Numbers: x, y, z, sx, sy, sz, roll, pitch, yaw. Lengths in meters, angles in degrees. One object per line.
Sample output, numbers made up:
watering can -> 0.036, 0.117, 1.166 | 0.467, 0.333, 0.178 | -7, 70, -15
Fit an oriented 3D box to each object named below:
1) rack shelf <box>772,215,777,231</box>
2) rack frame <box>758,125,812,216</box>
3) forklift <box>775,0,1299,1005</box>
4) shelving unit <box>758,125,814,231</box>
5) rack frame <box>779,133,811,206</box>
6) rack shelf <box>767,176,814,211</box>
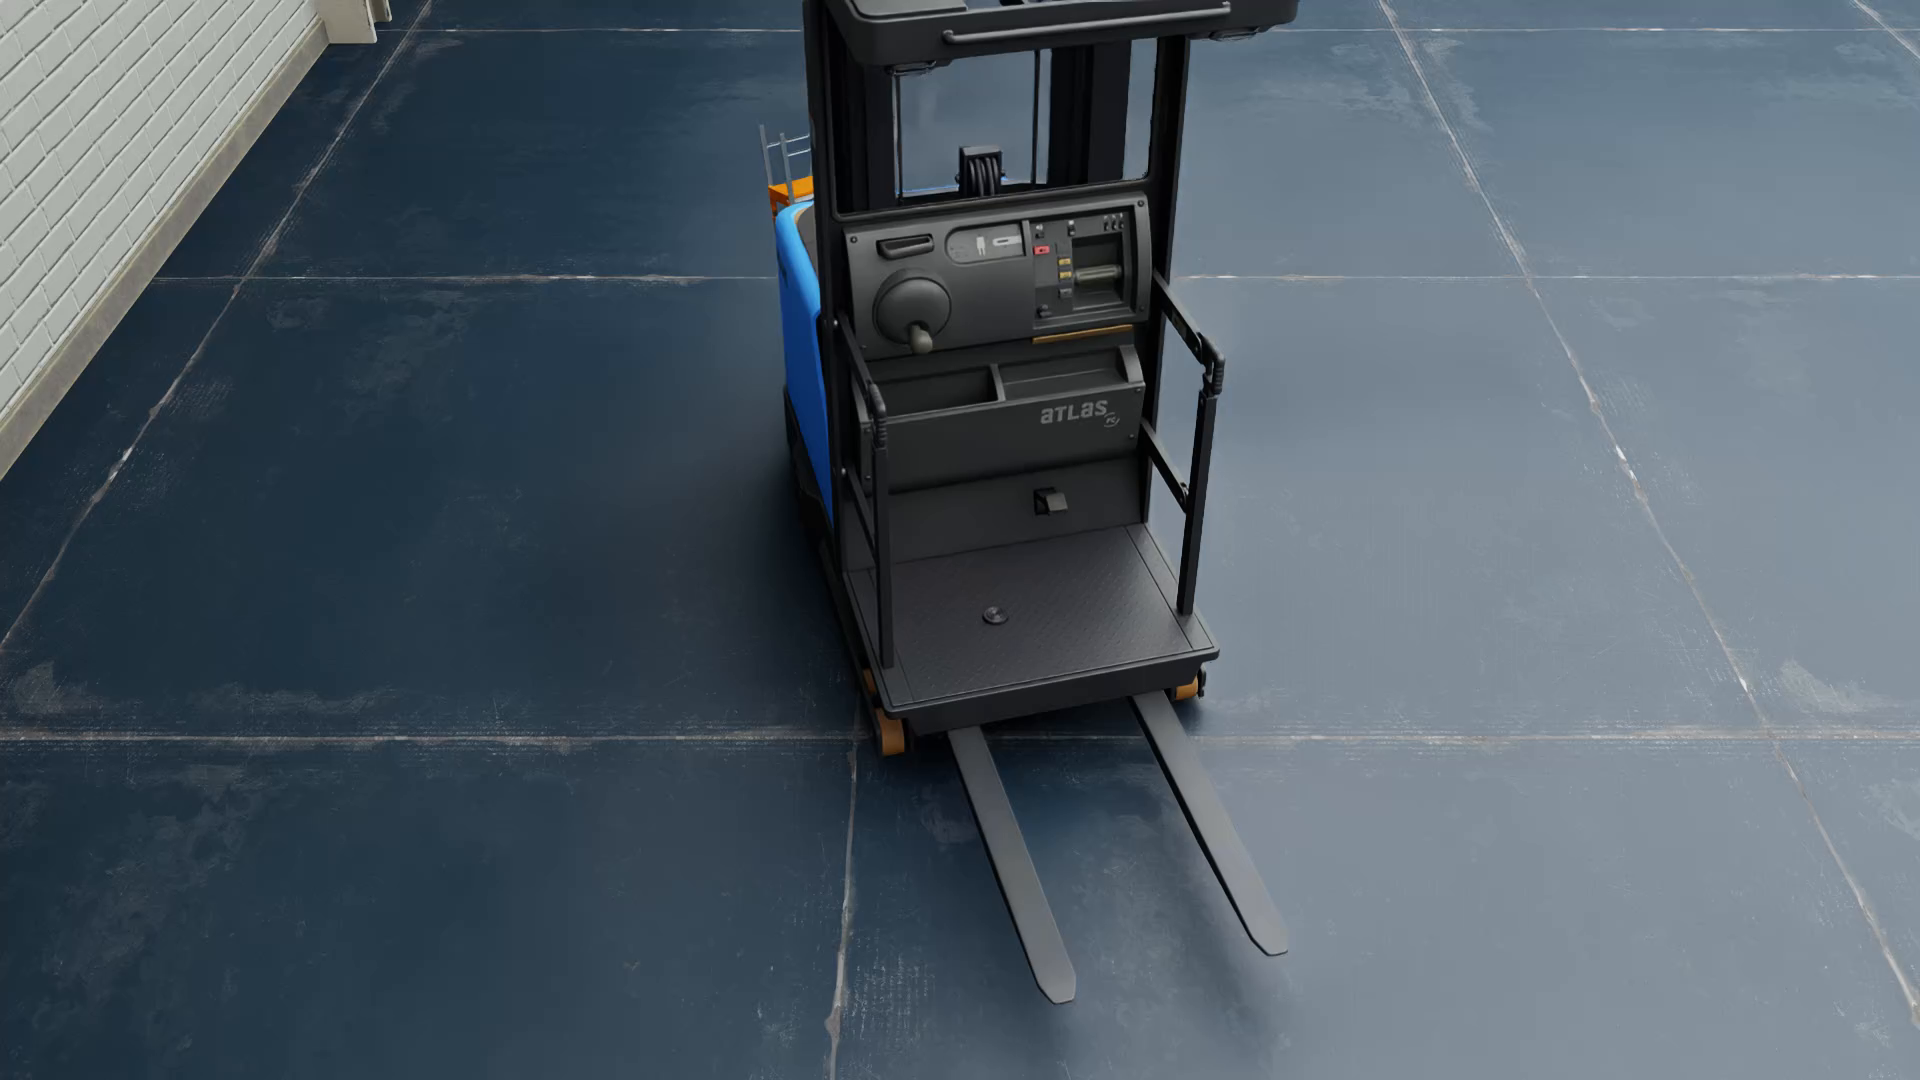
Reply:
rack shelf -> -0.577, -1.232, 6.510 | 0.258, 0.103, 0.180 | -21, 32, -24
rack frame -> -0.604, -1.095, 6.675 | 0.240, 1.200, 0.006 | -21, 32, -24
forklift -> 0.181, -0.717, 4.801 | 1.130, 2.935, 3.031 | -9, 40, -12
shelving unit -> -0.557, -1.062, 6.604 | 0.258, 1.200, 0.189 | -21, 32, -24
rack frame -> -0.510, -1.028, 6.533 | 0.240, 1.200, 0.006 | -21, 32, -24
rack shelf -> -0.590, -1.337, 6.453 | 0.258, 0.103, 0.180 | -21, 32, -24
